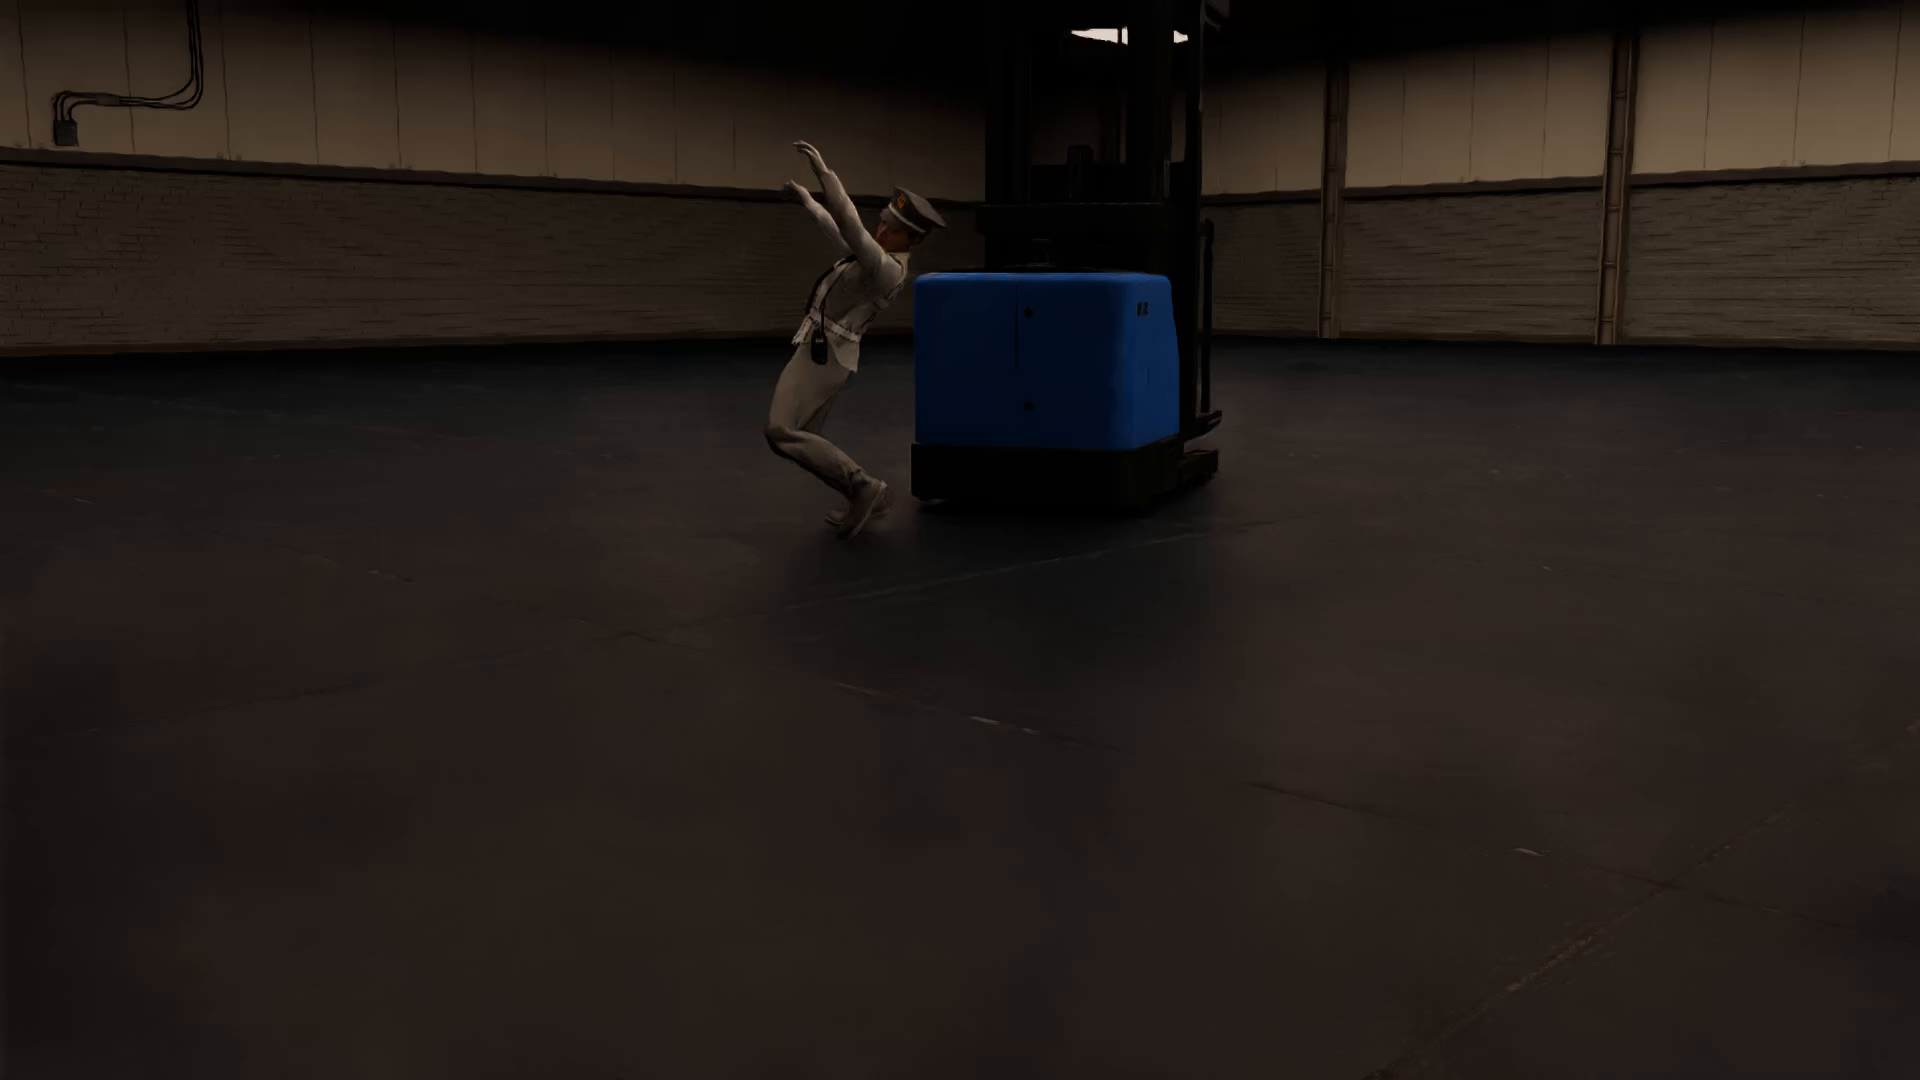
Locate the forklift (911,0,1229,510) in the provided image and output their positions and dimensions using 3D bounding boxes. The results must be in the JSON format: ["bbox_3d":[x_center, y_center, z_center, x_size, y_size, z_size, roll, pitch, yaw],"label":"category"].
[{"bbox_3d":[0.749,-1.764,8.590,1.130,2.935,3.031,3,9,19],"label":"forklift"}]

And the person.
[{"bbox_3d":[-0.422,-0.802,6.777,0.724,1.551,0.917,0,9,-3],"label":"person"}]
